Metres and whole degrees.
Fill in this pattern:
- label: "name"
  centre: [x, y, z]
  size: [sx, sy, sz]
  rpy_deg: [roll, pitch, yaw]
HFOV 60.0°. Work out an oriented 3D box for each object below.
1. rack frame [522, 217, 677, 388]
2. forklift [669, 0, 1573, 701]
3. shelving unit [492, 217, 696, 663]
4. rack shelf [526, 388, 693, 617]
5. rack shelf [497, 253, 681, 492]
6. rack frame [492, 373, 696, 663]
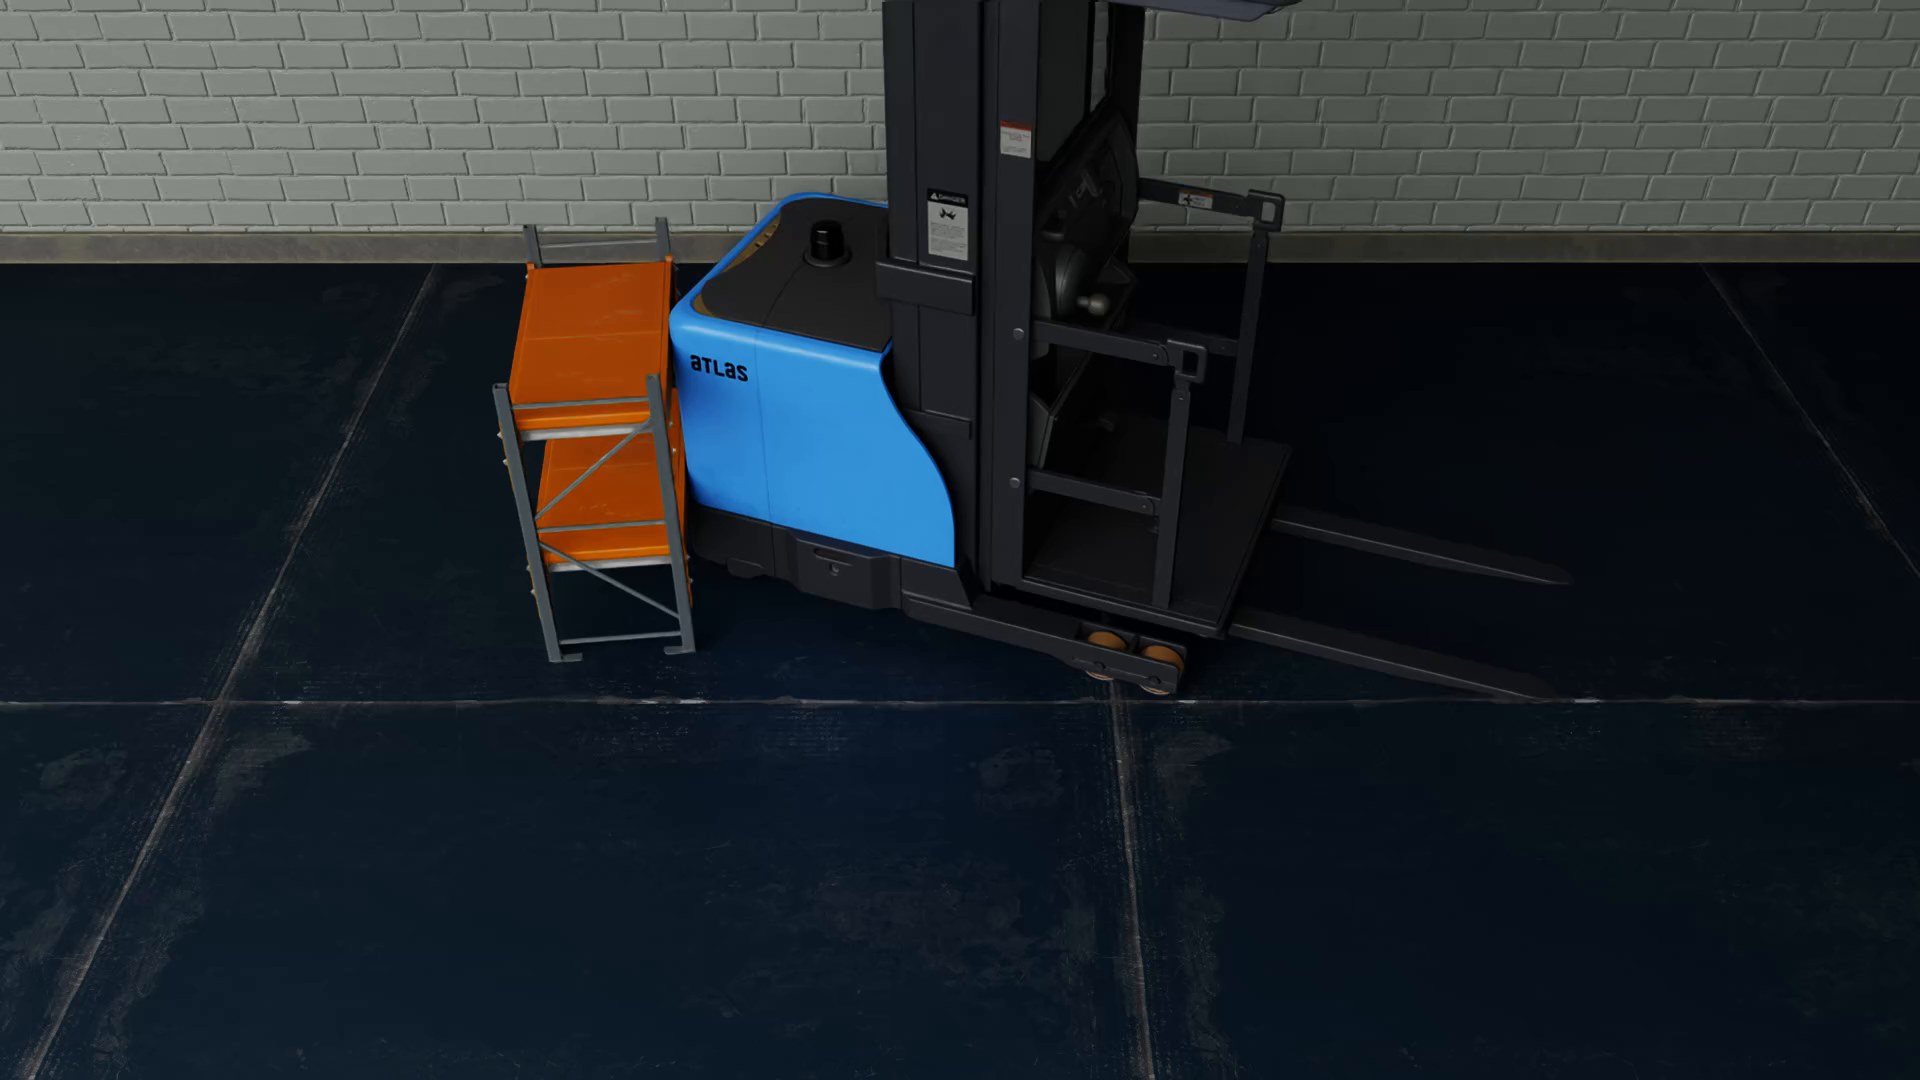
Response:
- label: "rack frame"
  centre: [-1.282, -0.675, 6.193]
  size: [0.500, 1.125, 0.032]
  rpy_deg: [-4, 39, -5]
- label: "forklift"
  centre: [0.587, -1.001, 5.155]
  size: [3.031, 2.935, 1.130]
  rpy_deg: [14, 41, 16]
- label: "shelving unit"
  centre: [-1.224, -0.359, 5.799]
  size: [0.538, 1.125, 1.048]
  rpy_deg: [-4, 39, -5]
- label: "rack shelf"
  centre: [-1.224, -0.169, 5.952]
  size: [0.538, 0.278, 1.000]
  rpy_deg: [-4, 39, -5]
- label: "rack shelf"
  centre: [-1.224, -0.588, 5.616]
  size: [0.538, 0.278, 1.000]
  rpy_deg: [-4, 39, -5]
- label: "rack frame"
  centre: [-1.166, -0.044, 5.405]
  size: [0.500, 1.125, 0.032]
  rpy_deg: [-4, 39, -5]
